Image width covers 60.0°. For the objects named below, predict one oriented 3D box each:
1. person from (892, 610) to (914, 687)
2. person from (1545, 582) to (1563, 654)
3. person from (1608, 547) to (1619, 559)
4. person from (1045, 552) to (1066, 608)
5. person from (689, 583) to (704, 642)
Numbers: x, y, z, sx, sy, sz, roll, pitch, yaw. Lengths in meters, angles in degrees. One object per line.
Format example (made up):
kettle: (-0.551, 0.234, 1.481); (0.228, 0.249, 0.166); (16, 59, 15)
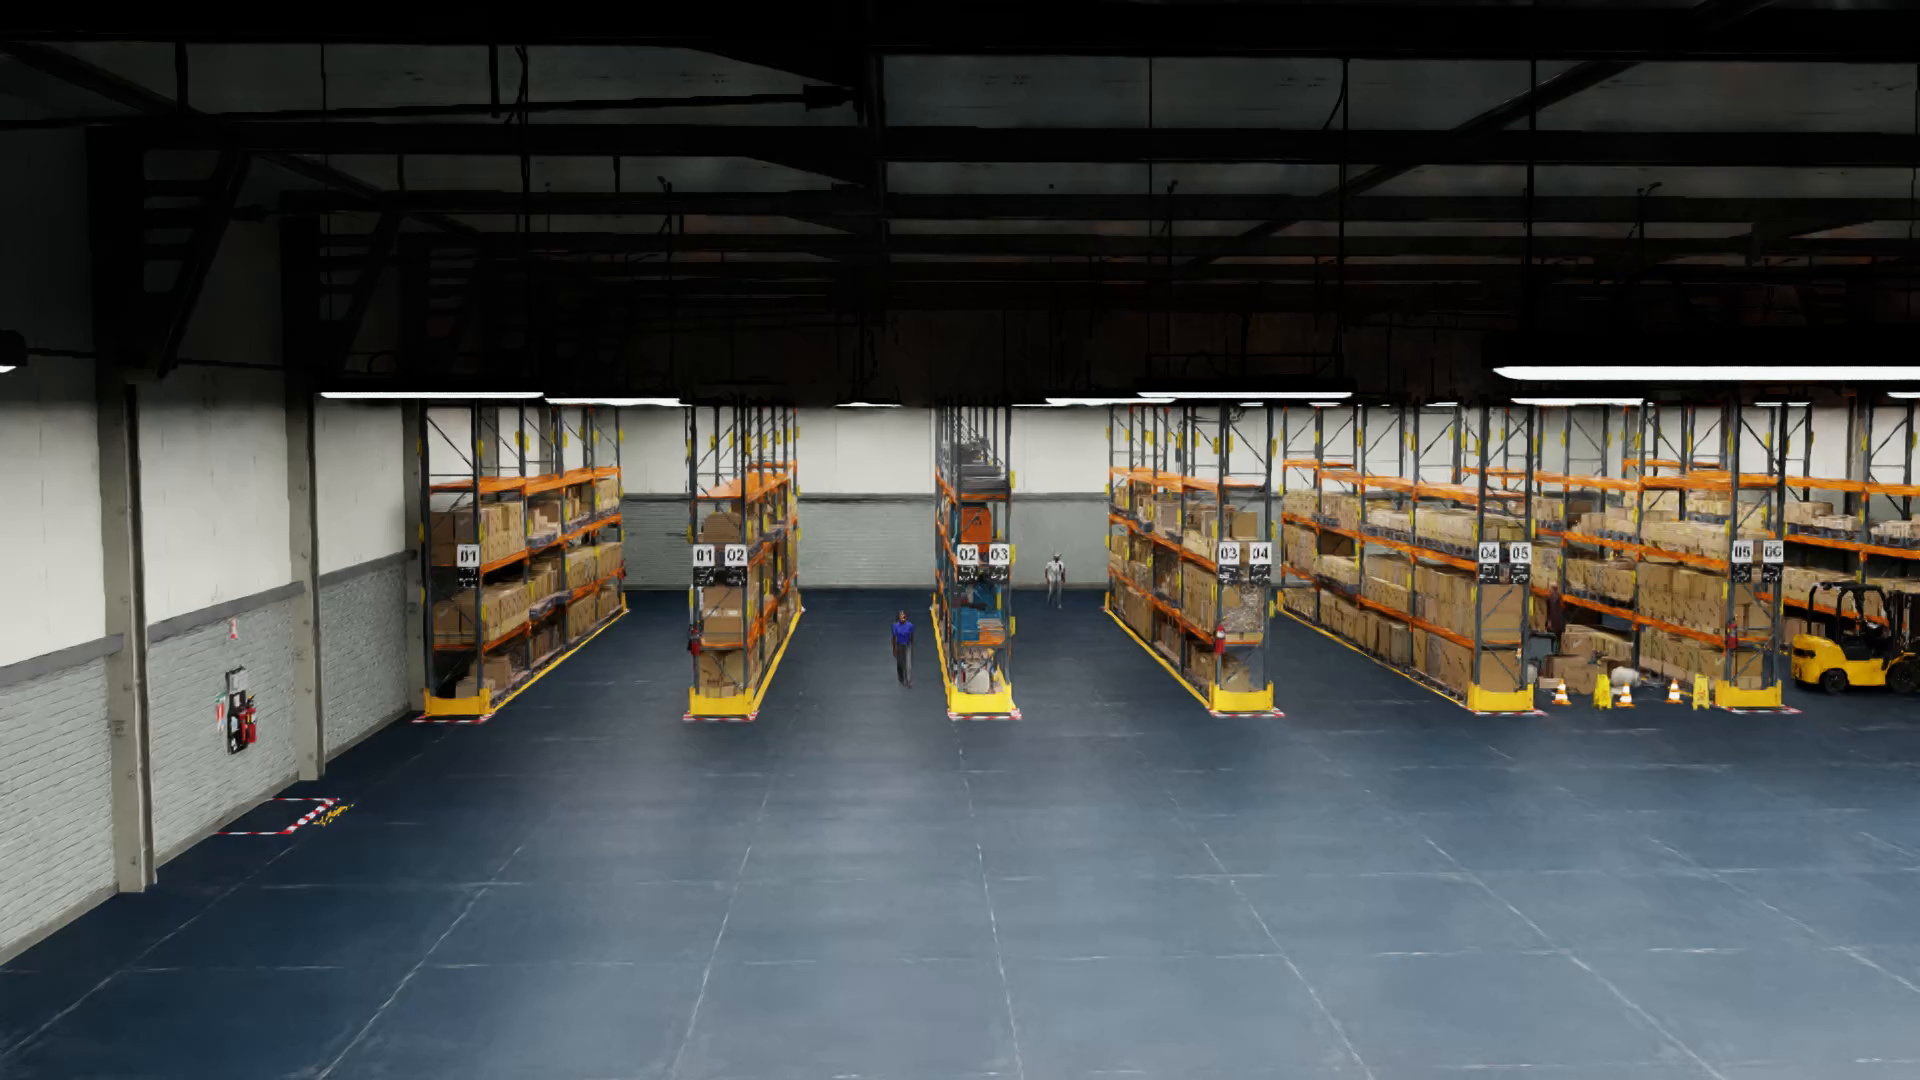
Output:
person: (-1.184, 2.215, 34.370); (0.447, 1.574, 1.087); (0, 4, 0)
person: (13.510, 1.829, 37.980); (0.648, 1.773, 0.692); (2, 5, 23)
person: (19.628, 0.928, 49.642); (0.384, 1.759, 0.654); (-3, 5, -34)
person: (2.756, 1.146, 47.939); (0.592, 1.629, 0.532); (0, 5, -5)
person: (-6.416, 1.644, 40.991); (0.540, 1.676, 1.120); (0, 5, -4)
